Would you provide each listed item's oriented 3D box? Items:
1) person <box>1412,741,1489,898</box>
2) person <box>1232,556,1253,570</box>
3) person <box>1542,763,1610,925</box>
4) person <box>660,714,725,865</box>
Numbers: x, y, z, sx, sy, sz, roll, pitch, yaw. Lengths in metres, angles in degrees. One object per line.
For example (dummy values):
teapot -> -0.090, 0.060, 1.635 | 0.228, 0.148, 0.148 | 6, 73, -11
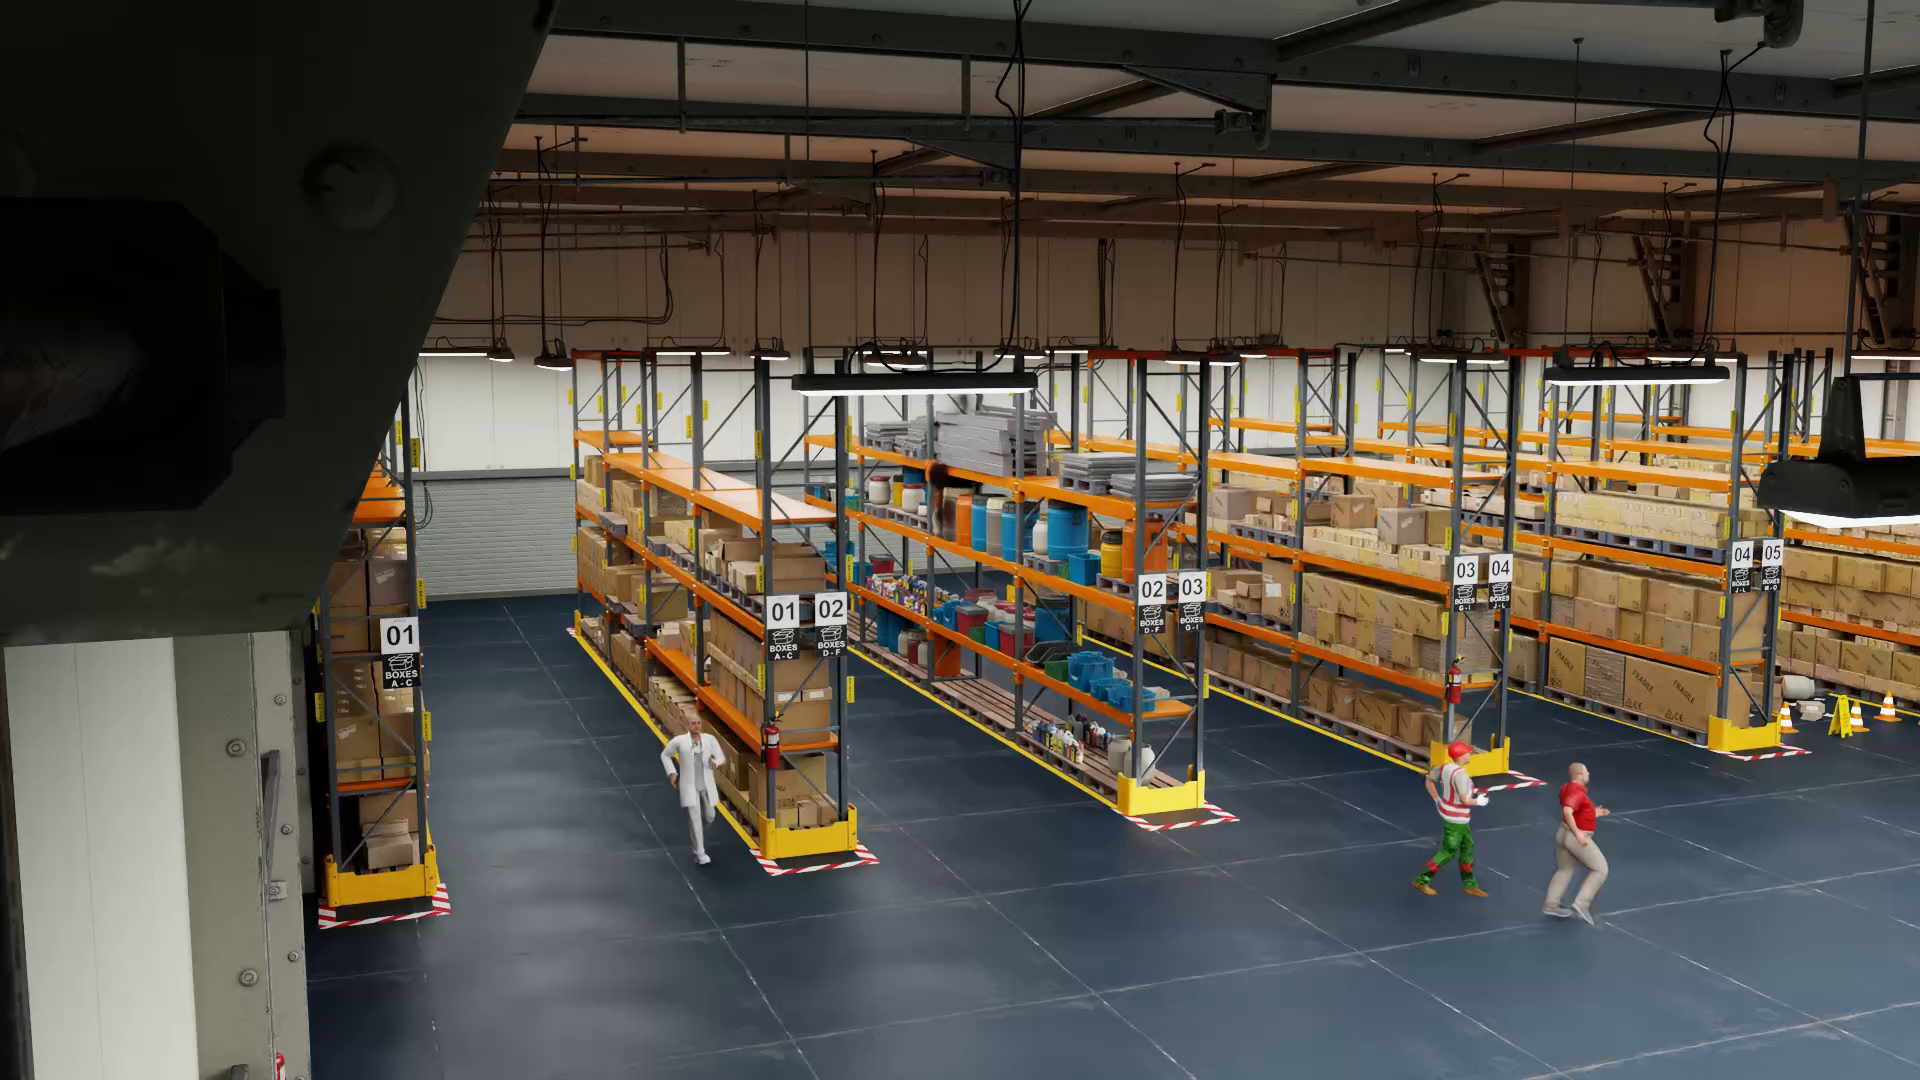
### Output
person -> 5.509, 3.137, 18.553 | 0.892, 1.812, 0.640 | 0, 7, 2
person -> 7.130, 0.294, 41.931 | 0.936, 1.706, 0.583 | -3, 8, -19
person -> 6.658, 3.266, 17.927 | 0.694, 1.757, 0.646 | -1, 7, -7
person -> -3.185, 2.982, 20.058 | 0.735, 1.746, 0.984 | -3, 8, -25
